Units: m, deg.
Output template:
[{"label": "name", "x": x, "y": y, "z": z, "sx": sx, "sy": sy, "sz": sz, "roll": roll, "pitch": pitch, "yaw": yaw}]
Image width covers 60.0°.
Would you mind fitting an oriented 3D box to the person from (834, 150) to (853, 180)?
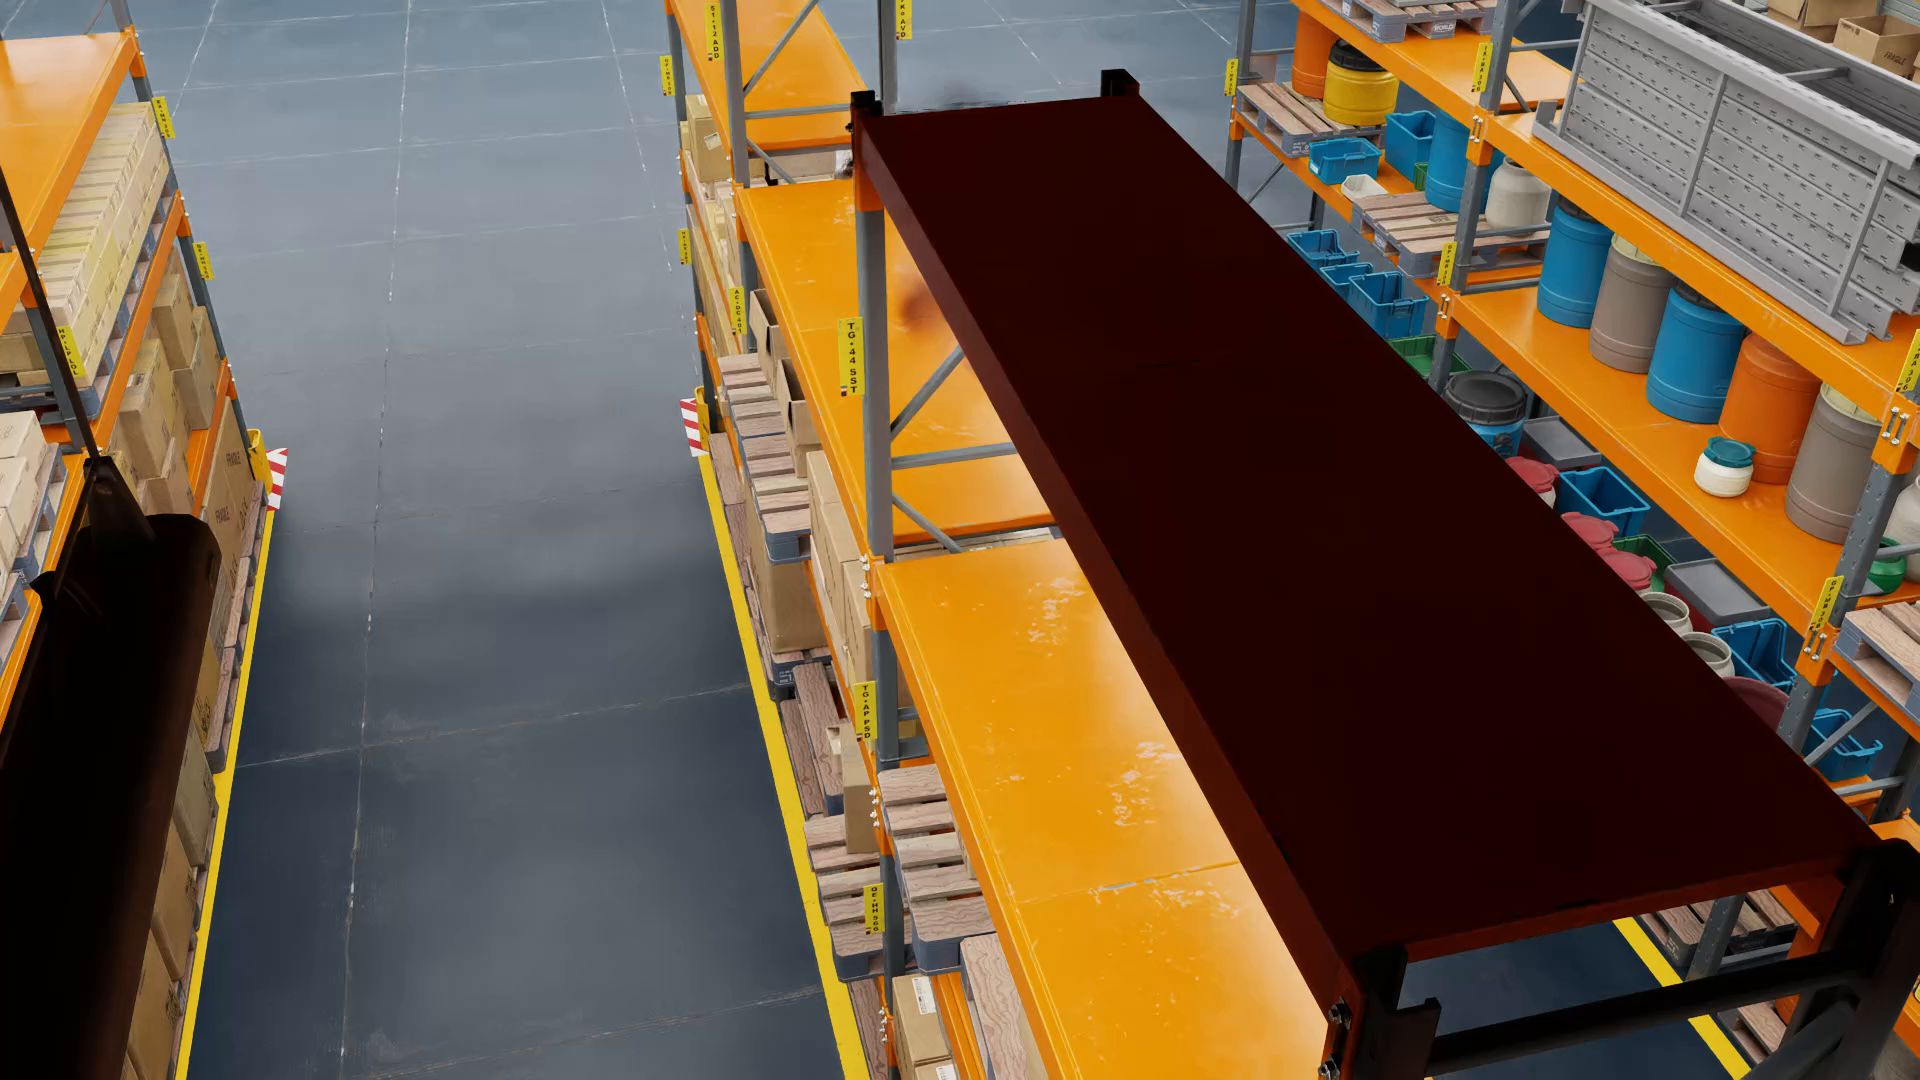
[{"label": "person", "x": -1.299, "y": -4.158, "z": 18.614, "sx": 0.827, "sy": 1.812, "sz": 0.628, "roll": 8, "pitch": 35, "yaw": 11}]
